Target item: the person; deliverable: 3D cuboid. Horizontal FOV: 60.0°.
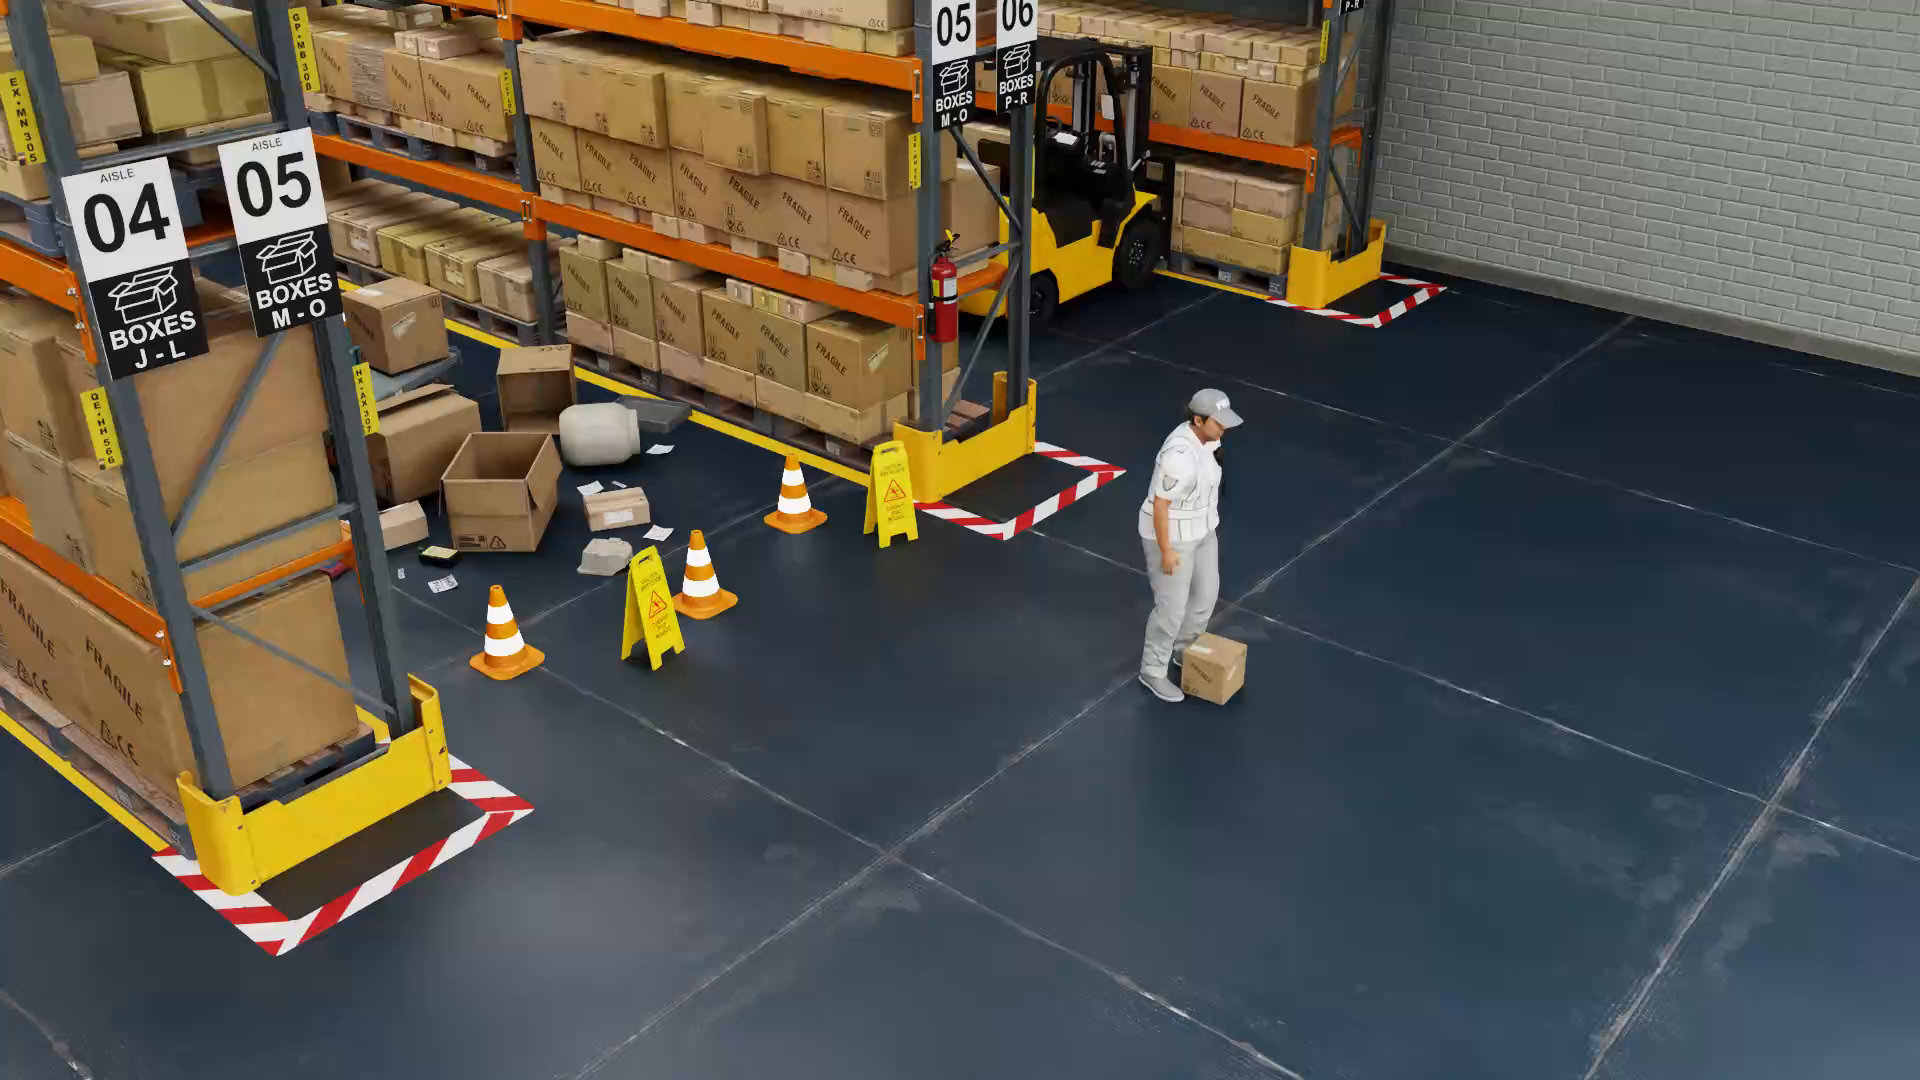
[{"bbox_3d":[1.179,-0.009,8.631,0.468,1.665,0.554,19,33,32],"label":"person"}]
